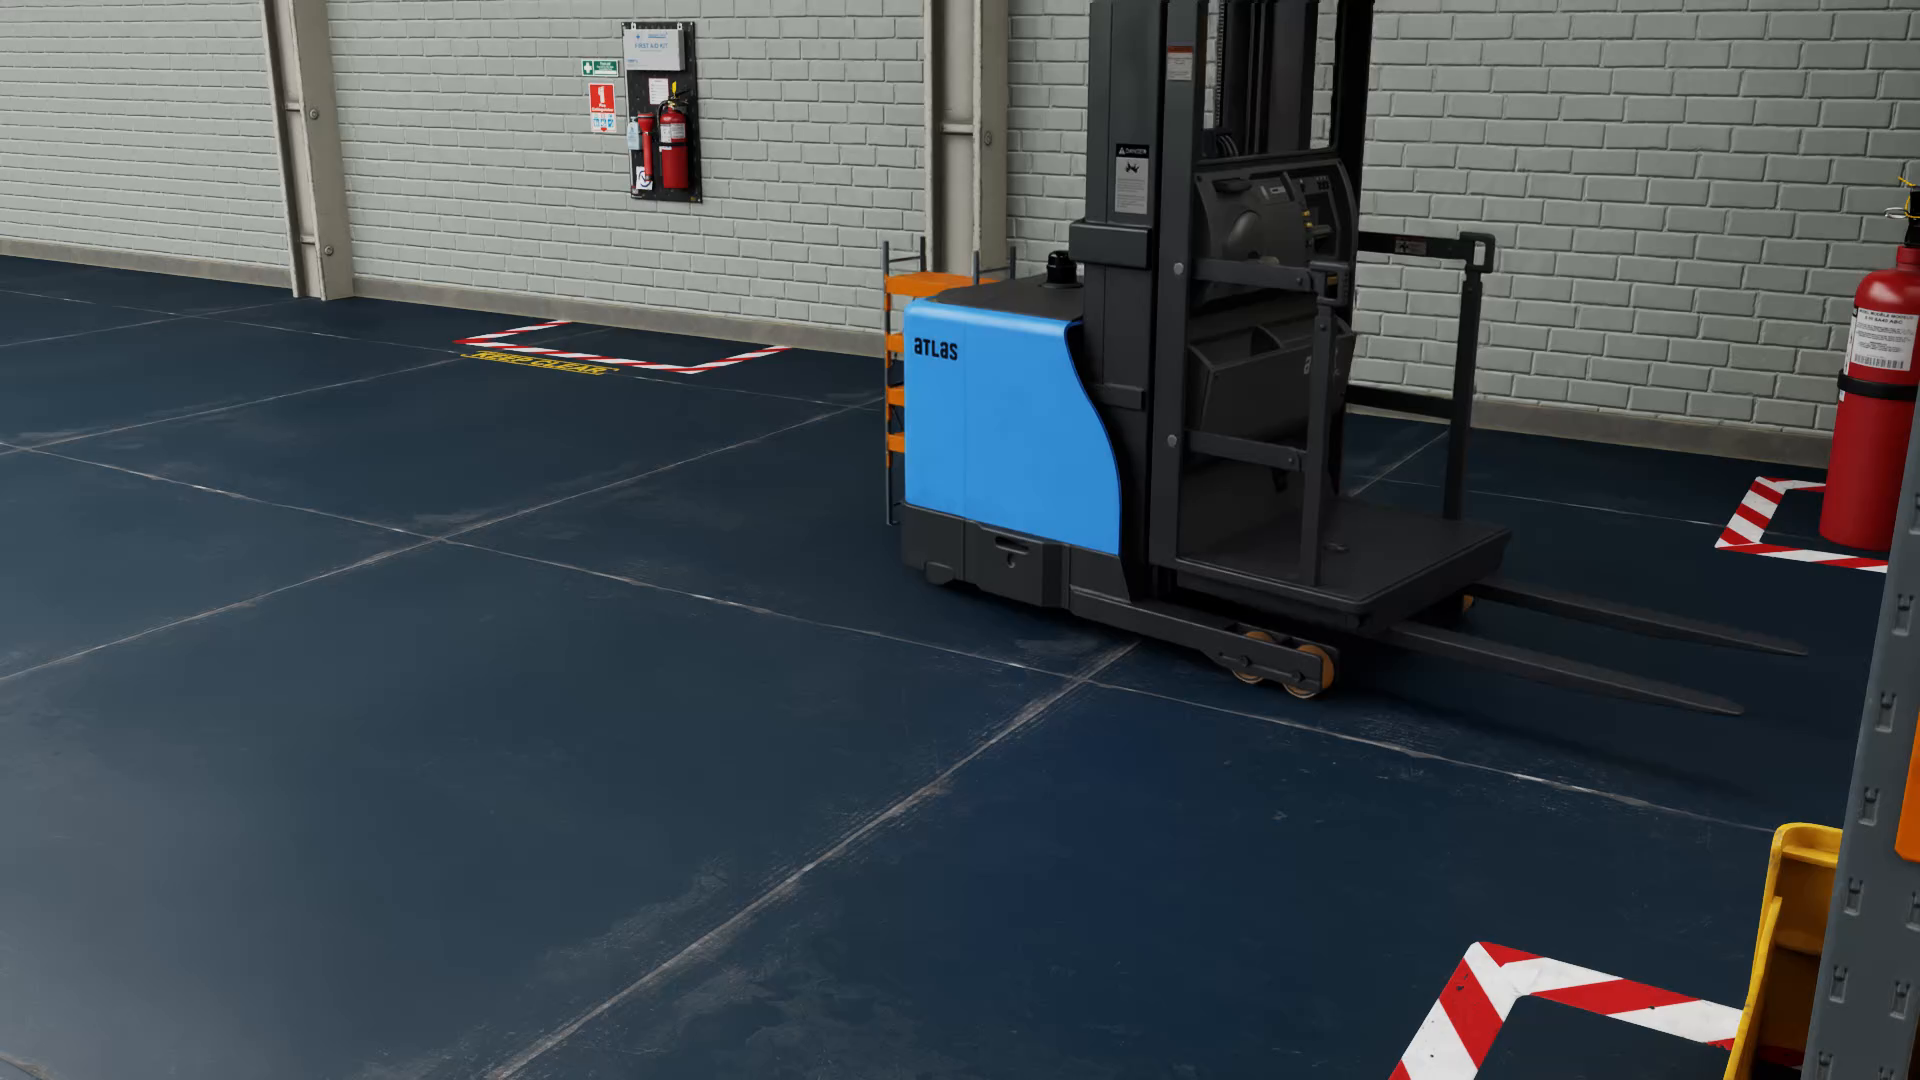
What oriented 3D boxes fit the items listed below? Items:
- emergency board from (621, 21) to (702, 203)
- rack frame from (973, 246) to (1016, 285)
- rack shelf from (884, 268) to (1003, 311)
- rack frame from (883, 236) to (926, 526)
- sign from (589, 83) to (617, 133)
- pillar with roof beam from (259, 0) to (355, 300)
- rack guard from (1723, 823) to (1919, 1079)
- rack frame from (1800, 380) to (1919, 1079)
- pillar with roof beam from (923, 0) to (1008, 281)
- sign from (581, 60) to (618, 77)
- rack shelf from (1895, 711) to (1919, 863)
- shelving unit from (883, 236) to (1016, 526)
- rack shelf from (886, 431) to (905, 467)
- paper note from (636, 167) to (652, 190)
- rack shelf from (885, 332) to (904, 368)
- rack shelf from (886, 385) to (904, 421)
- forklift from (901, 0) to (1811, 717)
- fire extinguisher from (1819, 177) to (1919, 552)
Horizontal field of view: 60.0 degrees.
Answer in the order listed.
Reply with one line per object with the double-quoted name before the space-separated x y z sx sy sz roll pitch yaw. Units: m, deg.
"emergency board" -2.053 -2.860 11.136 0.643 1.169 0.194 10 20 30
"rack frame" 0.137 -0.567 6.683 0.015 1.200 0.240 15 22 40
"rack shelf" -0.045 -0.990 6.724 0.480 0.148 0.258 15 22 40
"rack frame" -0.227 -0.661 6.994 0.015 1.200 0.240 15 22 40
"sign" -2.470 -2.987 11.492 0.234 0.329 0.001 10 20 30
"pillar with roof beam" -7.333 -5.192 8.490 0.400 9.000 9.100 10 20 30
"rack guard" 1.487 0.965 2.843 0.348 0.500 1.175 10 20 30
"rack frame" 1.507 -0.227 2.467 0.127 3.000 1.000 10 20 30
"pillar with roof beam" -2.220 -4.279 5.485 0.400 9.000 9.100 10 20 30
"sign" -2.471 -3.237 11.405 0.331 0.109 0.001 10 20 30
"rack shelf" 3.211 0.422 1.570 4.000 0.370 1.077 10 20 30
"shelving unit" -0.045 -0.614 6.839 0.503 1.200 0.258 15 22 40
"rack shelf" -0.045 -0.360 6.916 0.480 0.148 0.258 15 22 40
"paper note" -2.168 -2.483 11.409 0.142 0.148 0.016 10 20 30
"rack shelf" -0.045 -0.764 6.793 0.480 0.148 0.258 15 22 40
"rack shelf" -0.045 -0.550 6.858 0.480 0.148 0.258 15 22 40
"forklift" 1.215 -1.075 5.378 3.031 2.935 1.130 14 22 39
"fire extinguisher" 1.650 -0.323 2.916 0.183 0.674 0.296 10 20 30
